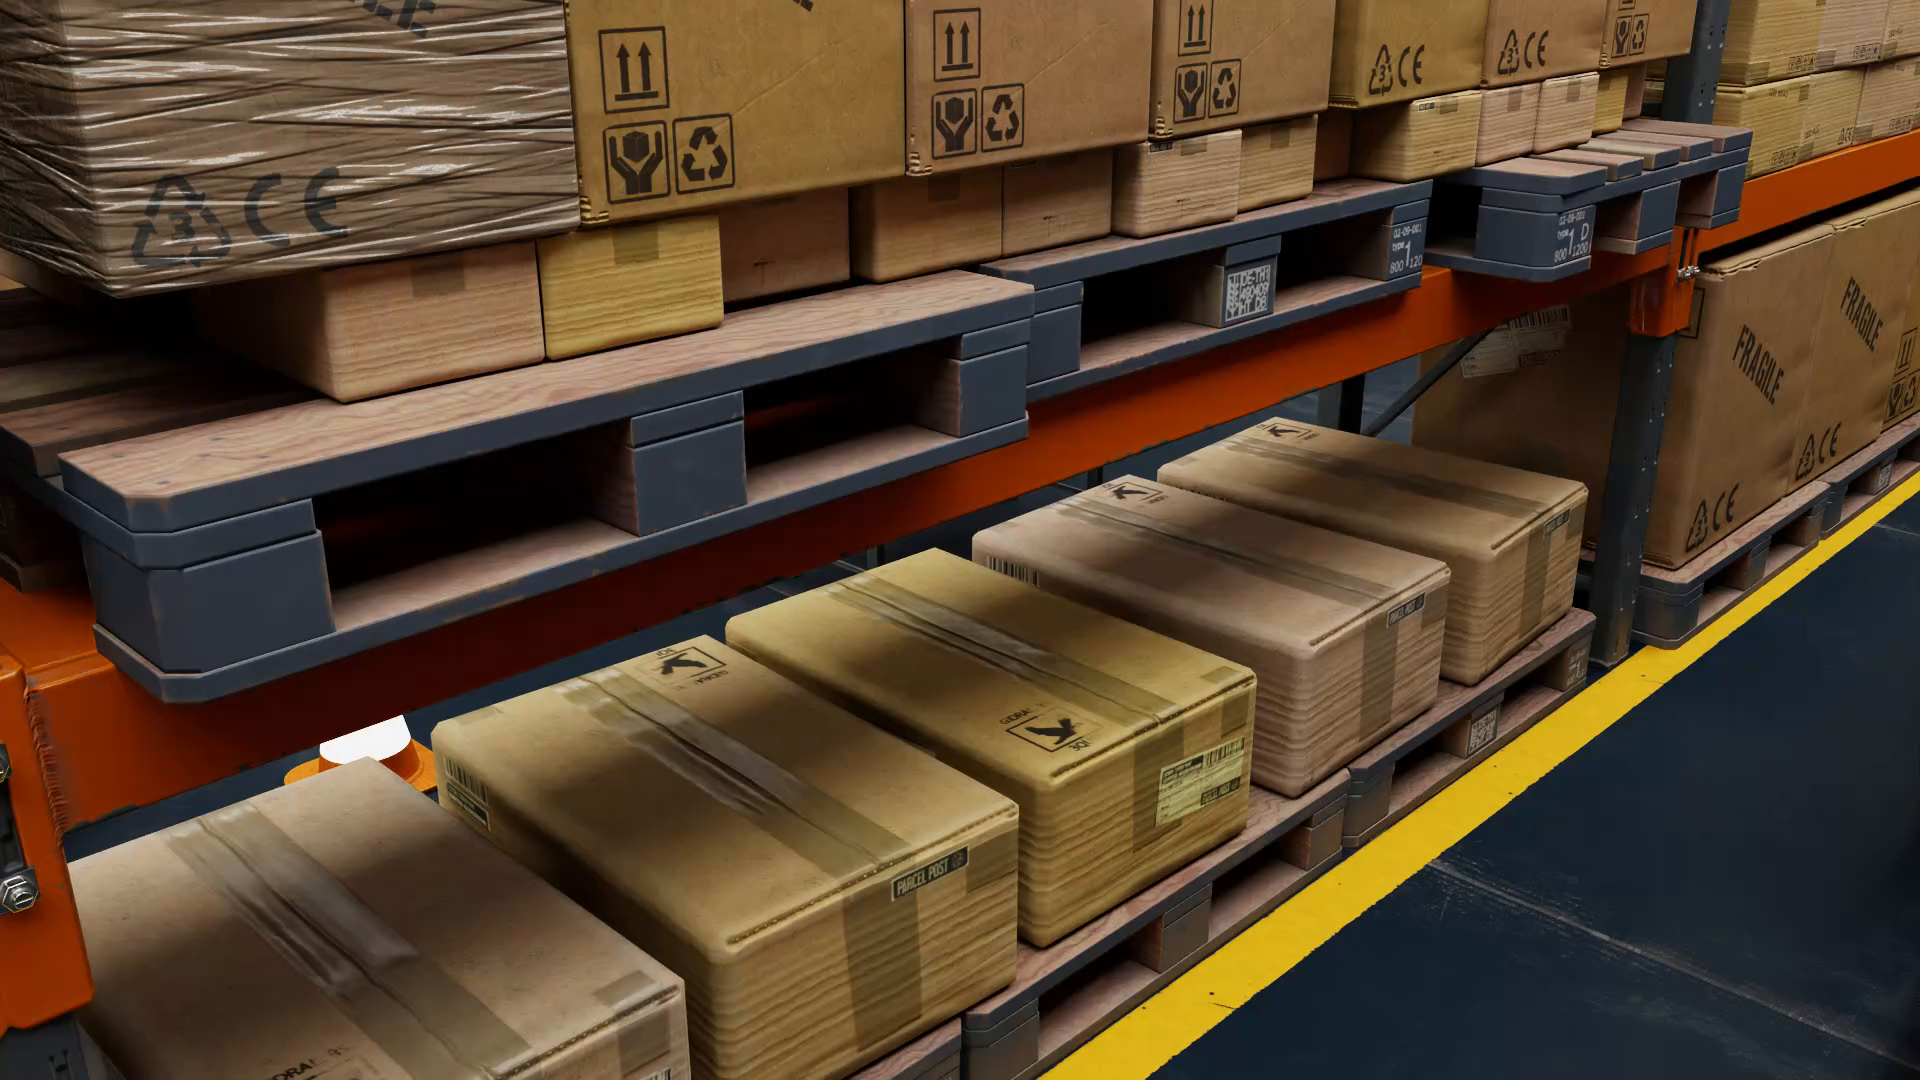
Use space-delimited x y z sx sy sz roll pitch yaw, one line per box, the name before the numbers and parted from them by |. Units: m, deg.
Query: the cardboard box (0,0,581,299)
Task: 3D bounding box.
cardboard box | -0.769 -0.578 1.758 0.500 0.500 0.500 -19 28 -41

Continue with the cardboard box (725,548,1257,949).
cardboard box | 0.045 0.383 3.475 0.625 0.372 0.950 -19 28 -40

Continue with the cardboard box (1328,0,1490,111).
cardboard box | 0.667 -1.105 3.130 0.500 0.500 0.500 17 27 37

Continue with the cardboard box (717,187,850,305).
cardboard box | -0.366 -0.443 2.312 0.250 0.149 0.380 -18 27 -39

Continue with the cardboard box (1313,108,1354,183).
cardboard box | 0.521 -0.778 3.183 0.380 0.149 0.250 20 28 41

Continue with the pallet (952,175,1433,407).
pallet | 0.137 -0.567 3.136 1.003 0.211 1.213 19 28 41

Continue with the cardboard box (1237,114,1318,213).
cardboard box | 0.404 -0.693 2.962 0.380 0.149 0.250 18 27 39

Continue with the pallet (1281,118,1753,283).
pallet | 1.068 -0.876 3.941 1.213 0.211 1.003 19 28 41

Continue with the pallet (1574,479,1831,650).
pallet | 2.093 -0.058 5.431 1.003 0.211 1.213 19 28 41

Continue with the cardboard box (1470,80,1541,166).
cardboard box | 0.968 -0.886 3.463 0.380 0.149 0.250 18 27 38

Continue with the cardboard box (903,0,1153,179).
cardboard box | -0.066 -0.830 2.415 0.500 0.500 0.500 19 28 40

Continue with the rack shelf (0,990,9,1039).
rack shelf | -2.697 0.702 0.569 1.077 0.370 4.000 19 28 41

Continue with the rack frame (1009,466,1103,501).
rack frame | 0.295 -0.809 5.588 0.500 1.500 0.032 19 28 41

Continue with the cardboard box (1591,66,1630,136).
cardboard box | 1.293 -1.024 3.823 0.250 0.149 0.380 -20 28 -41

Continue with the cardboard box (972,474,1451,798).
cardboard box | 0.578 0.189 3.979 0.950 0.372 0.625 19 28 40

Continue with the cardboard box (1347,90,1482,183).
cardboard box | 0.786 -0.811 3.269 0.250 0.149 0.380 -20 28 -41

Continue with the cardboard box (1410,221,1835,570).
cardboard box | 2.030 -0.537 5.166 0.875 0.875 0.875 19 28 40

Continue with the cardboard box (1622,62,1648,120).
cardboard box | 1.428 -1.111 4.050 0.250 0.149 0.380 -19 28 -40

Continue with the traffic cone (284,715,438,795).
traffic cone | -1.440 0.367 3.973 0.336 0.463 0.334 19 28 41

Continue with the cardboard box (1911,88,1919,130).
cardboard box | 3.068 -1.566 5.677 0.500 0.250 0.500 19 28 41

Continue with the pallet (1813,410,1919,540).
pallet | 2.944 -0.370 6.243 1.003 0.211 1.213 19 28 41

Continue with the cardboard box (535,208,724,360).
cardboard box | -0.509 -0.351 2.072 0.250 0.149 0.380 -19 28 -41

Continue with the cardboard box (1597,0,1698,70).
cardboard box | 1.371 -1.371 3.821 0.500 0.500 0.500 18 28 39

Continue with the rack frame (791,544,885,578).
rack frame | -0.414 -0.547 4.908 0.500 1.500 0.032 19 28 41

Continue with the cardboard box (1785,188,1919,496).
cardboard box | 2.655 -0.765 5.760 0.875 0.875 0.875 20 29 41

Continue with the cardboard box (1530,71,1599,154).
cardboard box | 1.150 -0.948 3.626 0.380 0.149 0.250 19 28 40

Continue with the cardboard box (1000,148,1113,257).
cardboard box | 0.017 -0.562 2.621 0.380 0.149 0.250 20 28 41

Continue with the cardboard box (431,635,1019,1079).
cardboard box | -0.439 0.562 3.009 0.625 0.372 0.950 -18 27 -39

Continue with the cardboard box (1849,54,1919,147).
cardboard box | 2.726 -1.438 5.345 0.500 0.250 0.500 -19 28 -40

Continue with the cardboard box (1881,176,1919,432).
cardboard box | 3.279 -0.995 6.358 0.875 0.875 0.875 -19 28 -40

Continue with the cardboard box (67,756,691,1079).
cardboard box | -0.938 0.748 2.526 0.950 0.372 0.625 20 29 41

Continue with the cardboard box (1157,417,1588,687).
cardboard box | 1.087 -0.002 4.477 0.950 0.372 0.625 17 27 37

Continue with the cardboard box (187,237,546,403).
cardboard box | -0.690 -0.289 1.911 0.250 0.149 0.380 -20 28 -41

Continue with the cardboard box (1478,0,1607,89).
cardboard box | 1.018 -1.235 3.468 0.500 0.500 0.500 19 28 40

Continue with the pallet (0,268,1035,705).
pallet | -0.664 -0.218 2.228 1.003 0.211 1.213 19 28 41

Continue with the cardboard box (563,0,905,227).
cardboard box | -0.420 -0.707 2.093 0.500 0.500 0.500 19 28 41

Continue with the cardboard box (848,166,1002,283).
cardboard box | -0.157 -0.499 2.456 0.250 0.149 0.380 -20 28 -41

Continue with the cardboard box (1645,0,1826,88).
cardboard box | 2.019 -1.408 4.568 0.500 0.250 0.500 19 28 40

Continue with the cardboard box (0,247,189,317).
cardboard box | -1.141 -0.428 2.271 0.250 0.149 0.380 -20 28 -41

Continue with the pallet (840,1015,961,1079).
pallet | -0.760 0.954 2.799 1.003 0.211 1.213 19 28 41

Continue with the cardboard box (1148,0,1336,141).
cardboard box | 0.285 -0.965 2.765 0.500 0.500 0.500 18 27 39

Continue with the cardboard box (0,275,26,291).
cardboard box | -3.875 -0.935 6.378 1.050 0.750 0.750 19 28 41

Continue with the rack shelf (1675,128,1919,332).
rack shelf | 2.884 -1.354 5.919 1.077 0.370 4.000 19 28 41

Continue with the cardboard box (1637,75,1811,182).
cardboard box | 2.010 -1.169 4.643 0.500 0.250 0.500 19 28 40

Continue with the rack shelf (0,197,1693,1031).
rack shelf | 0.093 -0.326 3.244 1.077 0.370 4.000 19 28 41

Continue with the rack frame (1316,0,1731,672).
rack frame | 1.489 -1.176 4.453 1.000 3.000 0.127 19 28 41

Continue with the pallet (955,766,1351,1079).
pallet | 0.091 0.638 3.619 1.003 0.211 1.213 19 28 41

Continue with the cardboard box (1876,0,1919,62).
cardboard box | 2.737 -1.665 5.238 0.500 0.250 0.500 19 28 40

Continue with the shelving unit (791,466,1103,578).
shelving unit | -0.059 -0.678 5.248 0.538 1.500 1.048 19 28 41

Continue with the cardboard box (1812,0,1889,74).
cardboard box | 2.380 -1.540 4.913 0.500 0.250 0.500 -19 28 -41

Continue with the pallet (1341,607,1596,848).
pallet | 0.942 0.326 4.431 1.003 0.211 1.213 19 28 41

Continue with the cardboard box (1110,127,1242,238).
cardboard box | 0.239 -0.617 2.765 0.250 0.149 0.380 -19 28 -40

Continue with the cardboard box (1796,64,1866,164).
cardboard box | 2.356 -1.305 4.998 0.500 0.250 0.500 18 28 39
